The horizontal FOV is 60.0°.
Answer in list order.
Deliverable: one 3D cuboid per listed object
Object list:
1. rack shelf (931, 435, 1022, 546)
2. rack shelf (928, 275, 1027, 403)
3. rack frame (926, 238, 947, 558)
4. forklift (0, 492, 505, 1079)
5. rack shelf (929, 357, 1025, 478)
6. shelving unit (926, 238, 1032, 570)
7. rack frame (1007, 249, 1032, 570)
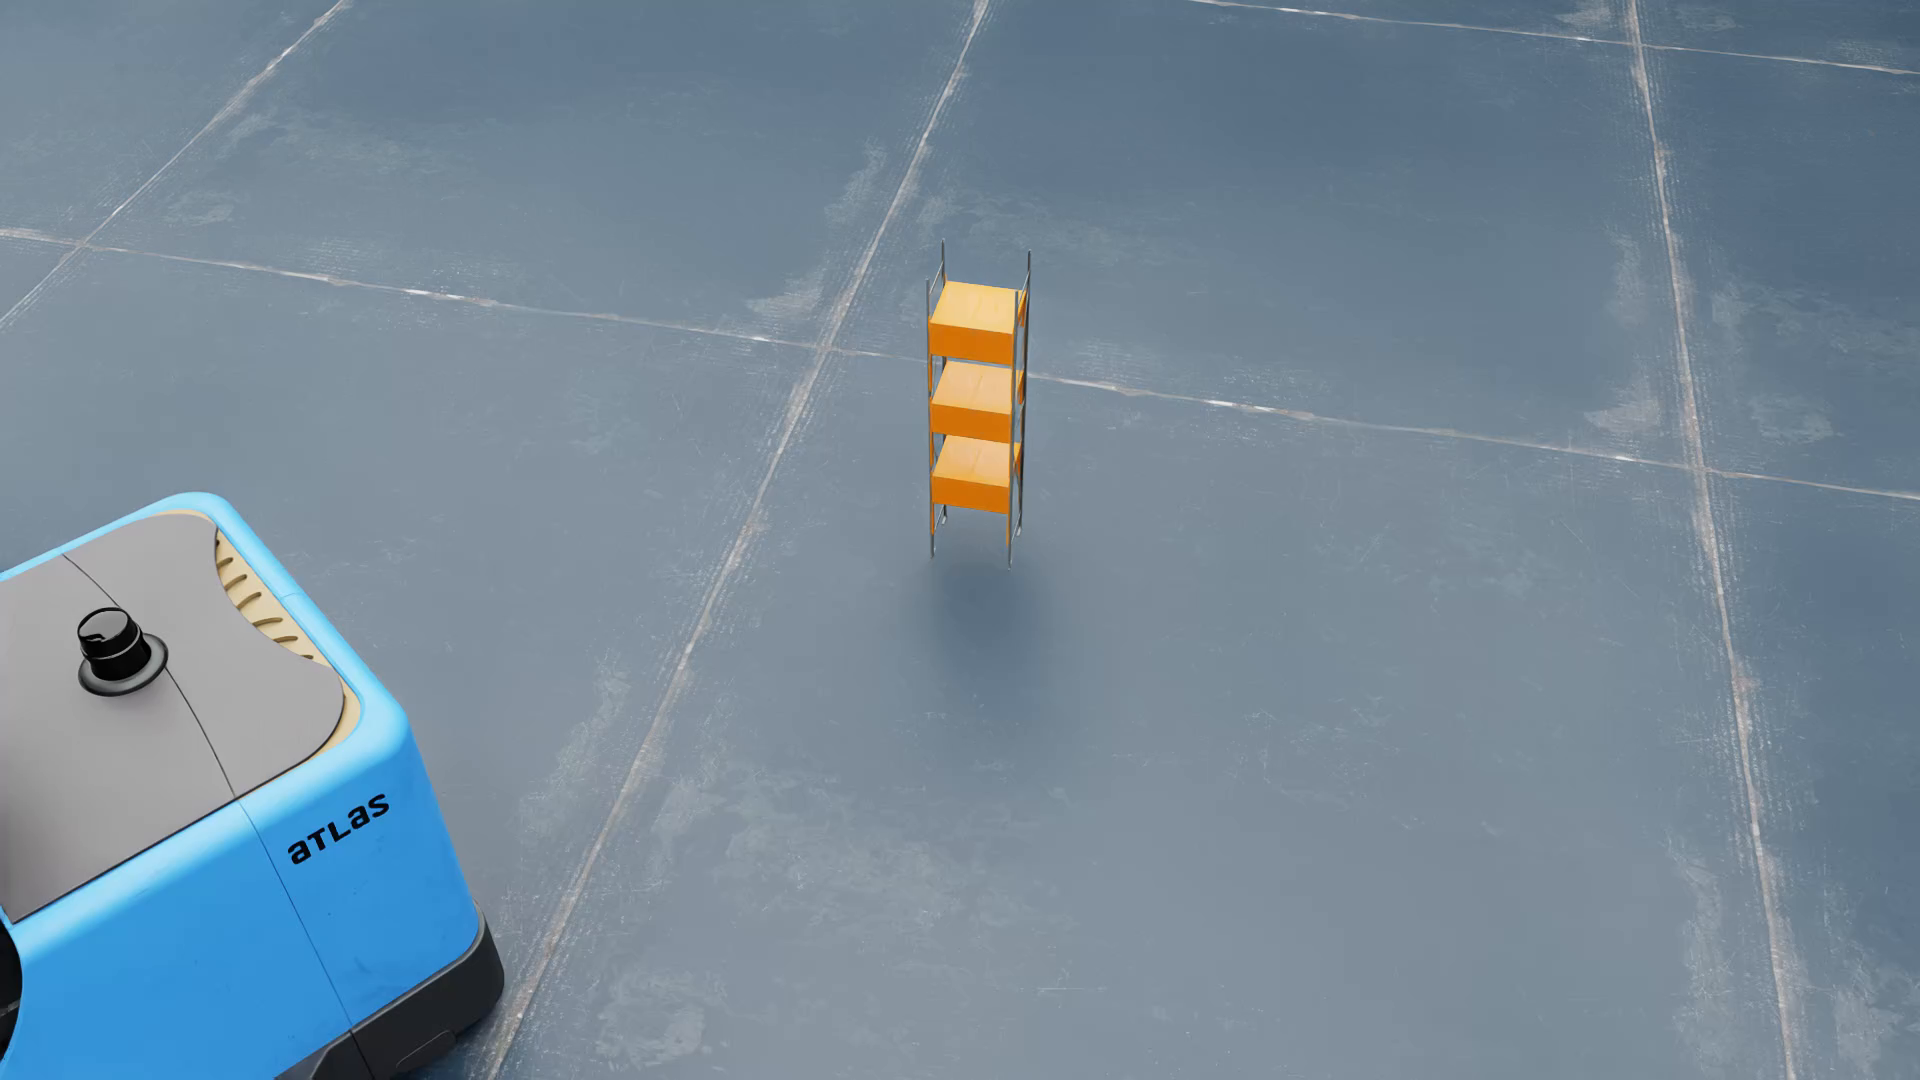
[{"bbox_3d":[0.052,-0.162,5.078,0.240,0.259,0.215,9,45,9],"label":"rack shelf"},{"bbox_3d":[0.052,-0.567,4.688,0.240,0.259,0.215,9,45,9],"label":"rack shelf"},{"bbox_3d":[-0.067,-0.389,4.897,0.008,1.050,0.200,9,45,9],"label":"rack frame"},{"bbox_3d":[-2.540,0.509,2.608,3.031,2.935,1.130,-32,52,-29],"label":"forklift"},{"bbox_3d":[0.052,-0.363,4.885,0.240,0.259,0.215,9,45,9],"label":"rack shelf"},{"bbox_3d":[0.052,-0.370,4.878,0.252,1.050,0.215,9,45,9],"label":"shelving unit"},{"bbox_3d":[0.171,-0.352,4.858,0.008,1.050,0.200,9,45,9],"label":"rack frame"}]
